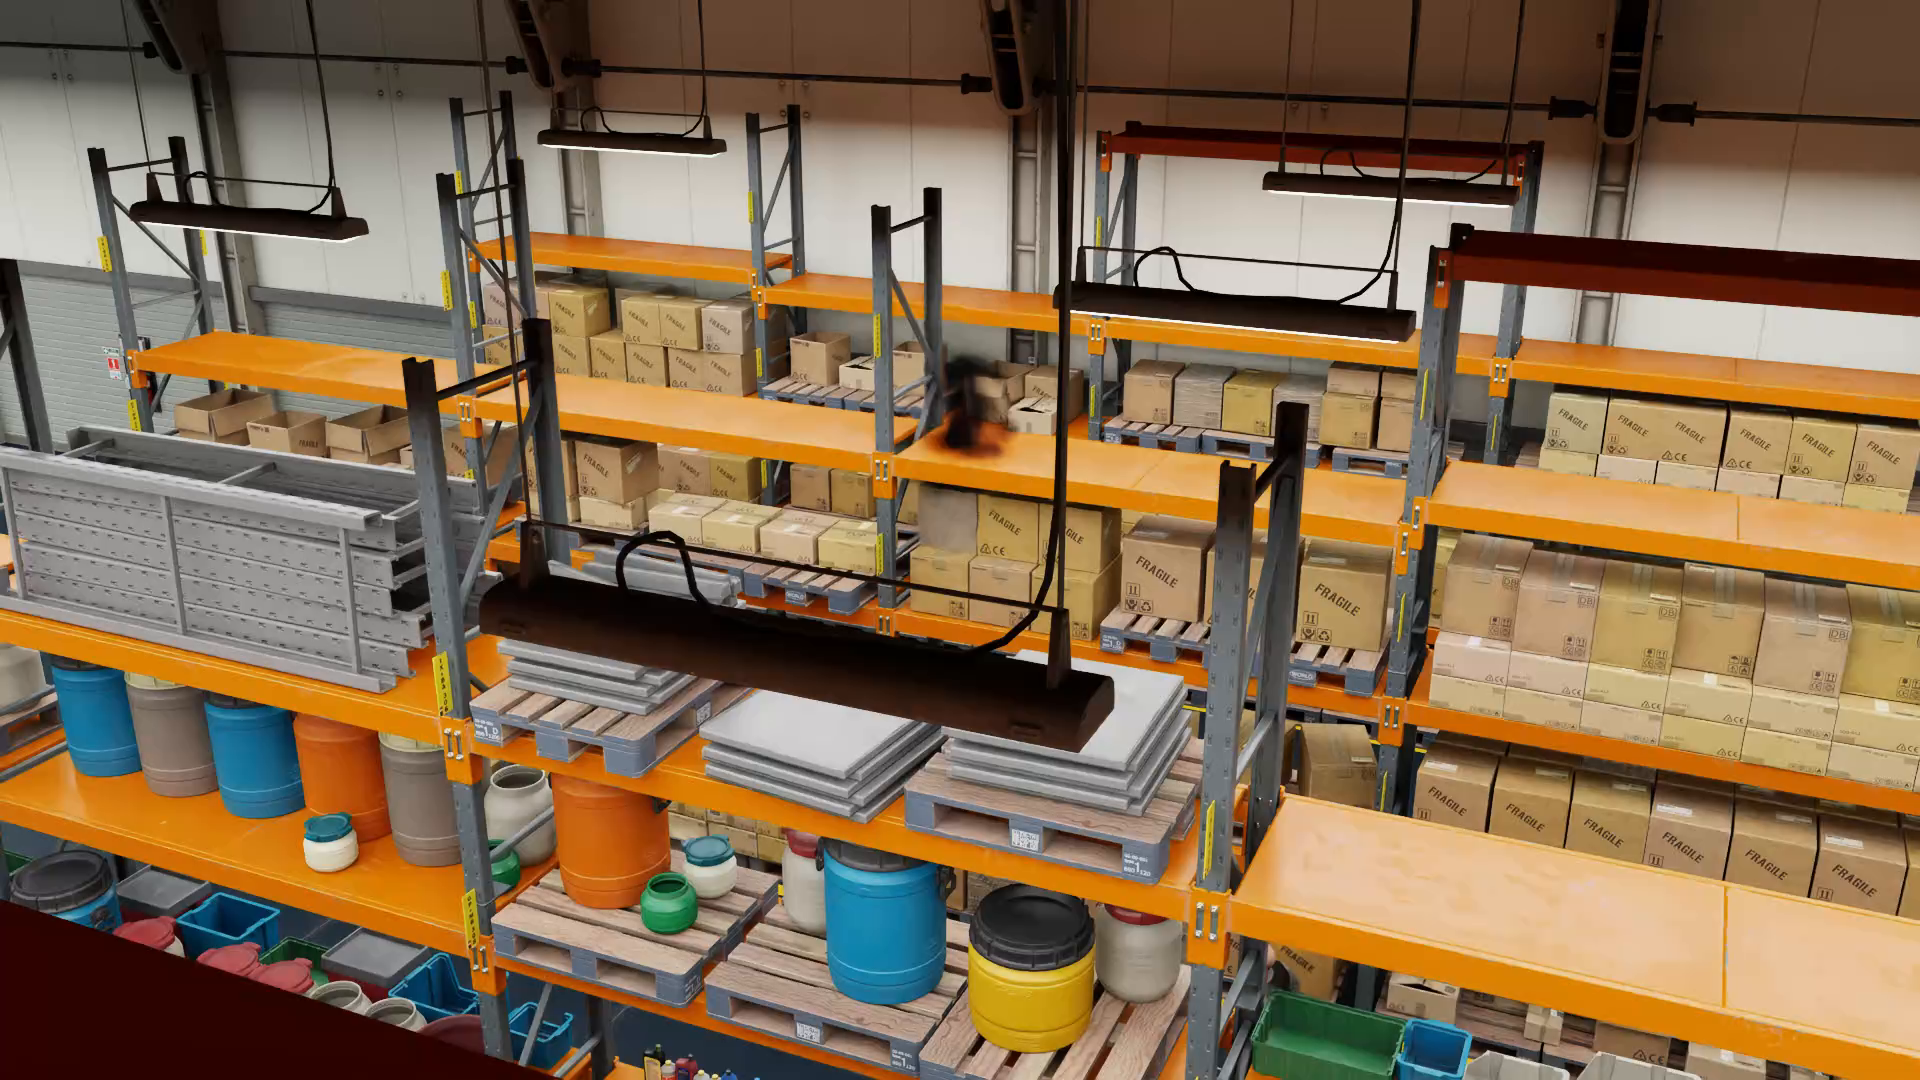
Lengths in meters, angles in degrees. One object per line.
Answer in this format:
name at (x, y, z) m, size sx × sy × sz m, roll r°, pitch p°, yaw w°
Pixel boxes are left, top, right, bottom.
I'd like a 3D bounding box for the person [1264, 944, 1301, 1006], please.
person at (2.014, 3.419, 11.215) m, size 0.629 × 1.675 × 0.654 m, roll 7°, pitch 22°, yaw 19°
